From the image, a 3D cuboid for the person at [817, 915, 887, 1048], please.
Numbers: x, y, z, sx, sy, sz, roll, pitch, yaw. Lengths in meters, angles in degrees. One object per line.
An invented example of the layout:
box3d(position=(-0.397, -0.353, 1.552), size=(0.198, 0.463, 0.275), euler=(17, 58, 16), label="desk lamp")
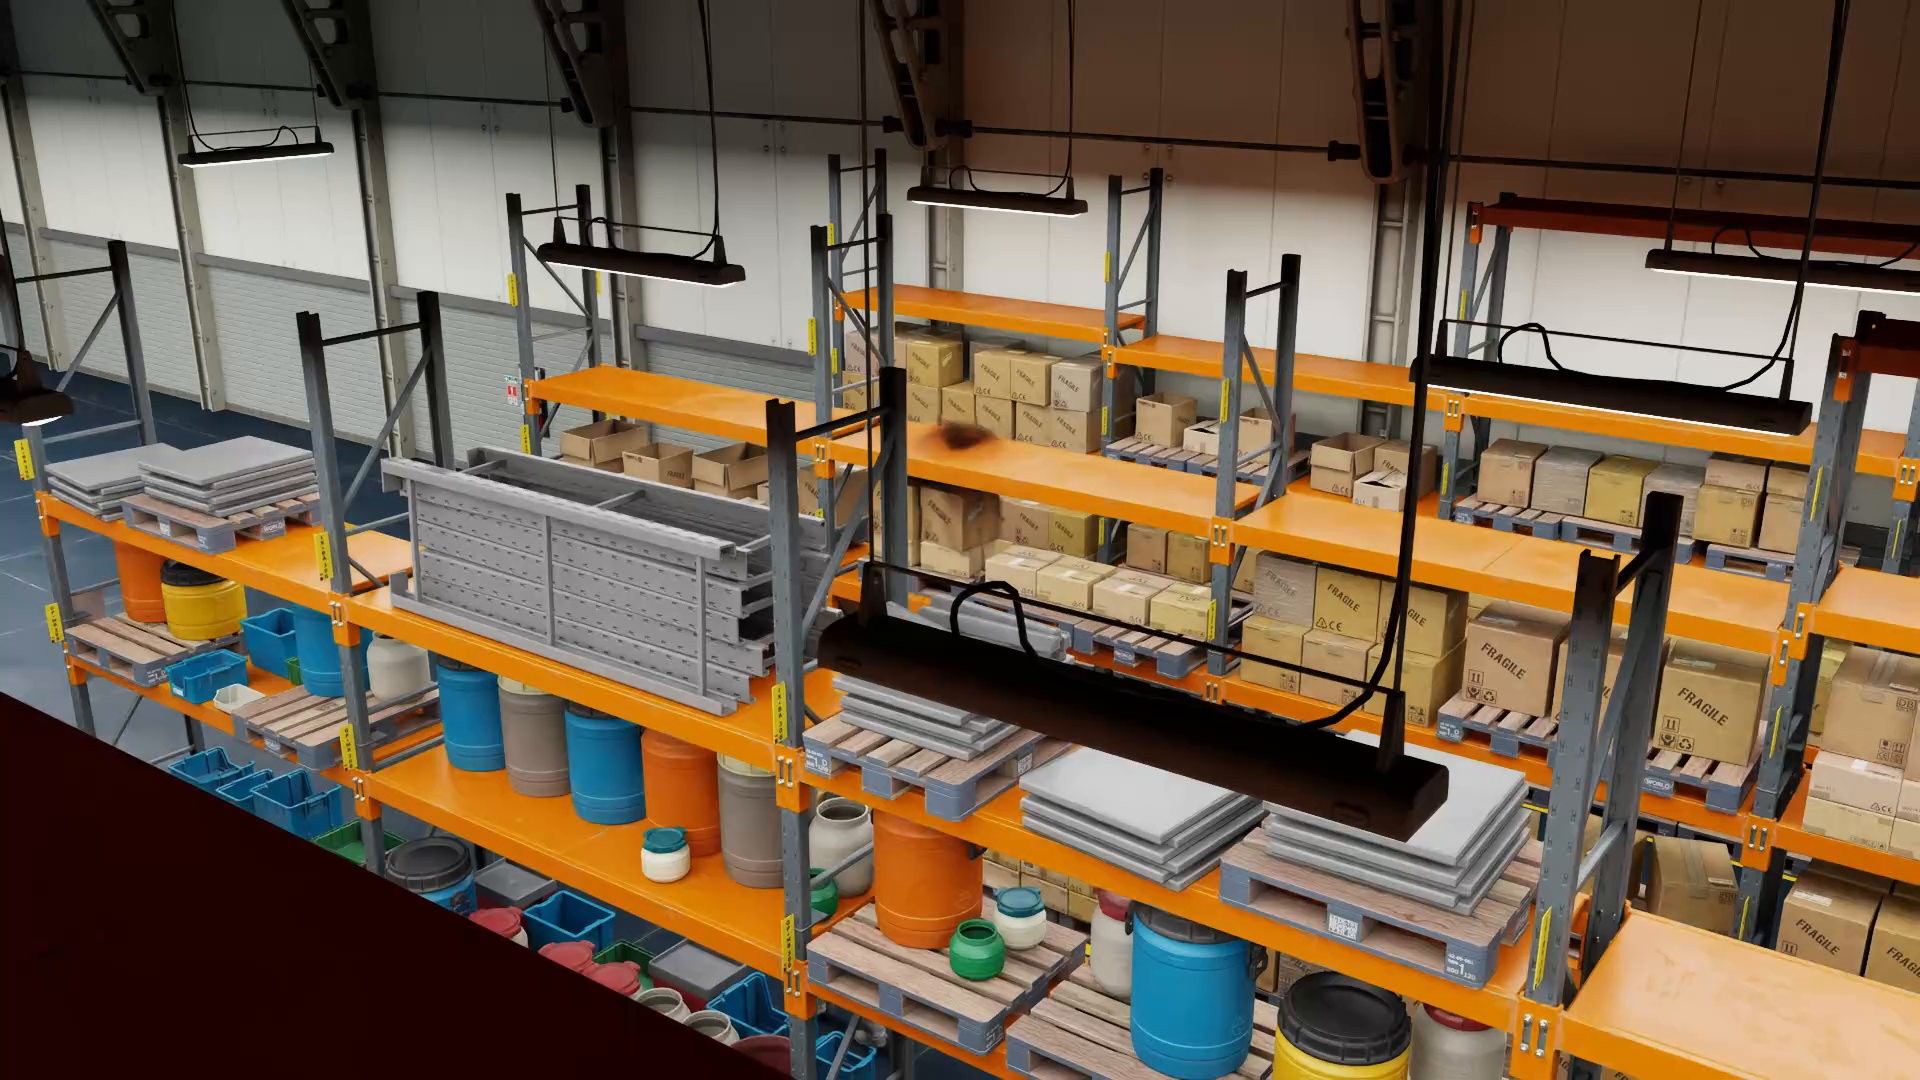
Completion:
box3d(position=(-1.007, 3.143, 13.045), size=(1.003, 1.737, 0.557), euler=(13, 22, 33), label="person")
